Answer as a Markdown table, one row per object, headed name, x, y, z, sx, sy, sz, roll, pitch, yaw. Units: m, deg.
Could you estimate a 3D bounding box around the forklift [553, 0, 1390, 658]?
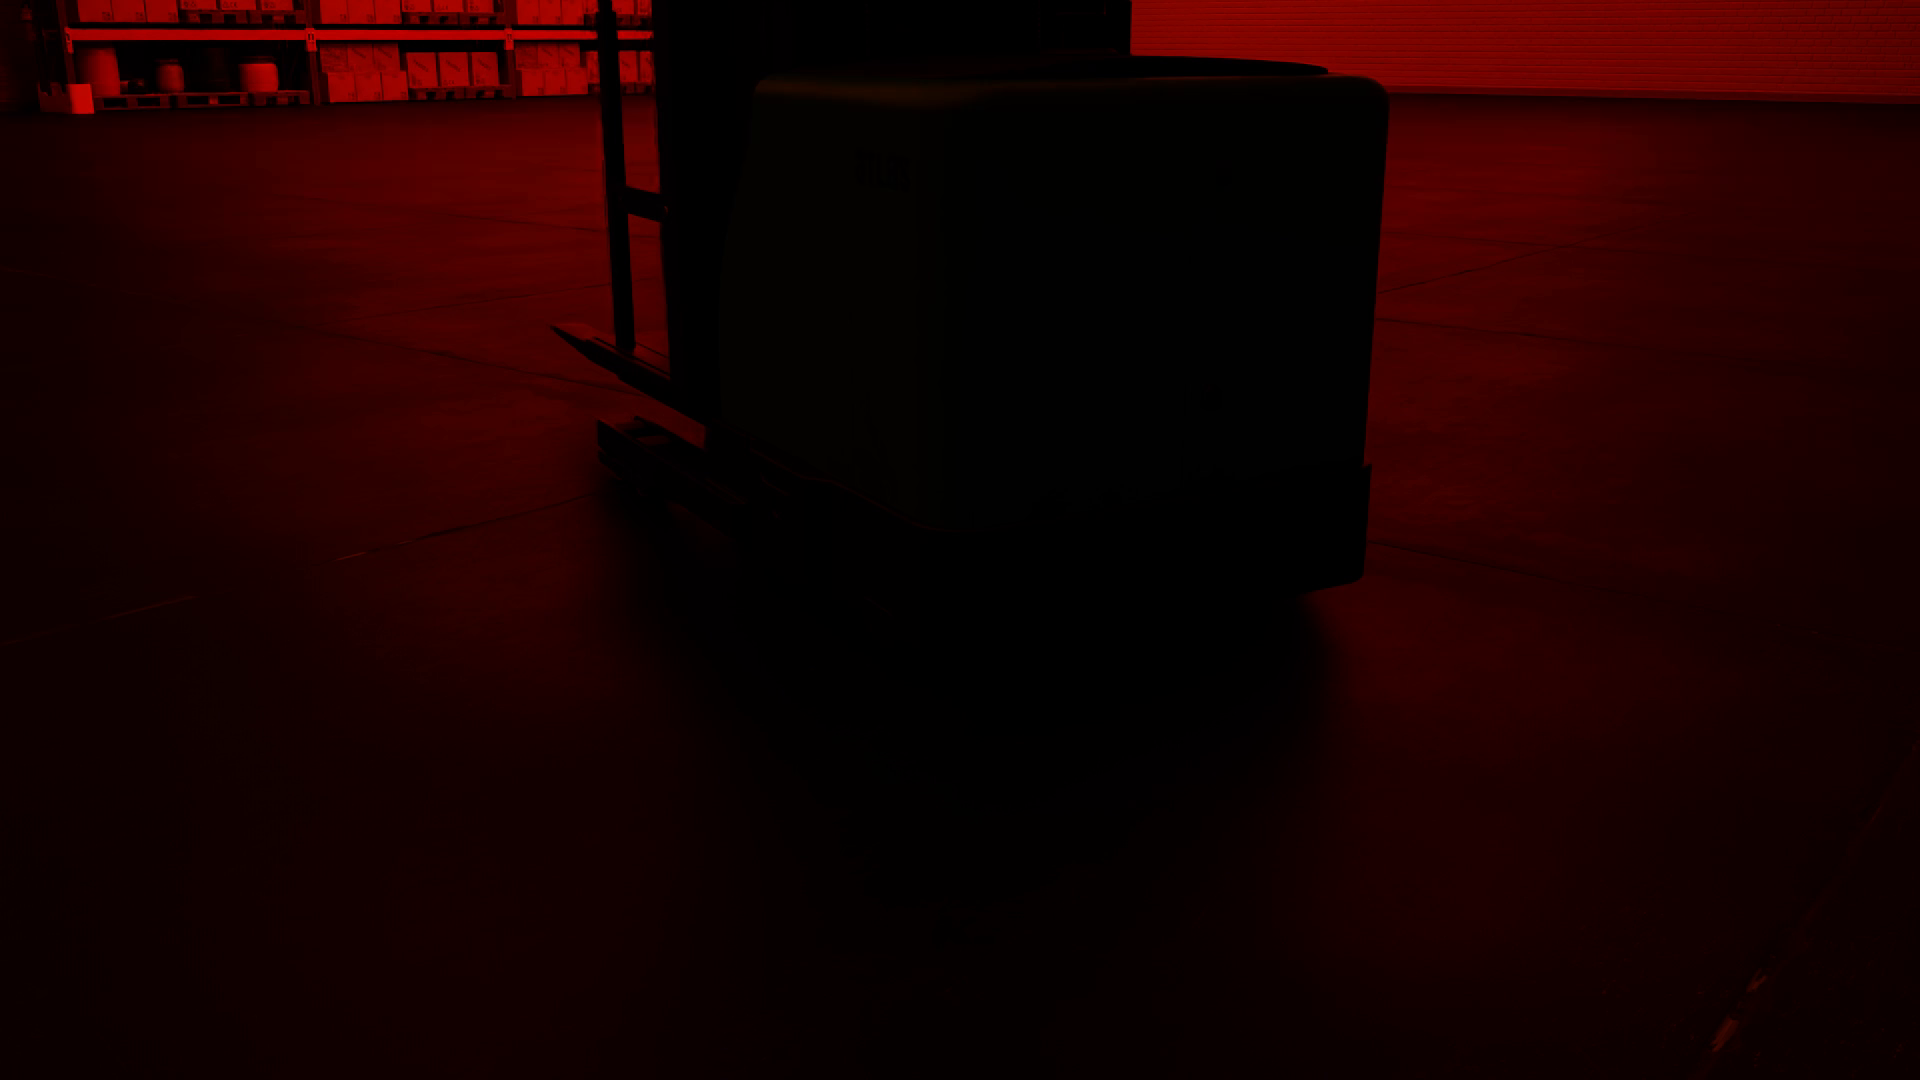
| name | x | y | z | sx | sy | sz | roll | pitch | yaw |
| --- | --- | --- | --- | --- | --- | --- | --- | --- | --- |
| forklift | -0.317 | -1.567 | 4.058 | 1.130 | 2.935 | 3.031 | -9 | 19 | -28 |
